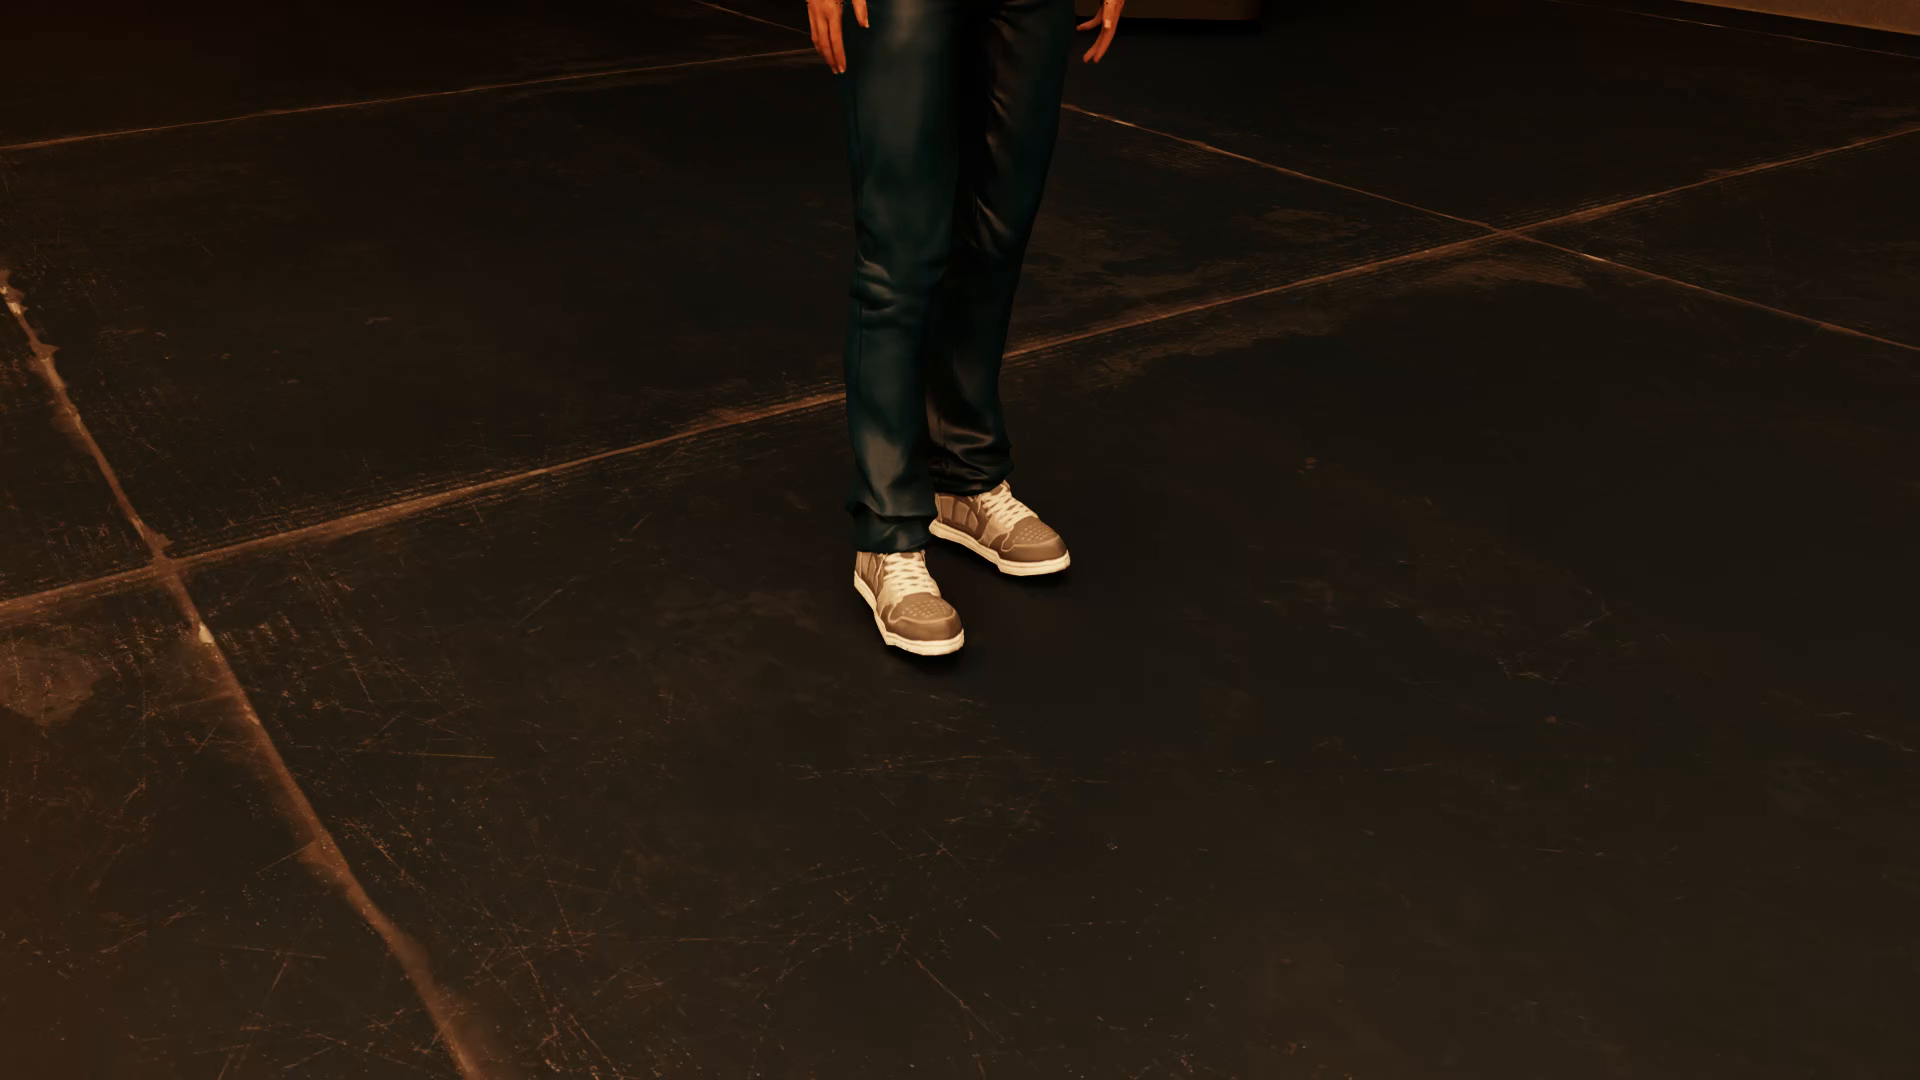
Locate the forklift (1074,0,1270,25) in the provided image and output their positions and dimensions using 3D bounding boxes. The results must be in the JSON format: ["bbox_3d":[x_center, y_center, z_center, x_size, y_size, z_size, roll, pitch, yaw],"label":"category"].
[{"bbox_3d":[0.832,-3.880,6.966,1.130,2.935,3.031,4,27,8],"label":"forklift"}]

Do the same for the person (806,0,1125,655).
[{"bbox_3d":[0.032,-0.689,2.077,0.521,1.599,0.473,-17,31,-31],"label":"person"}]
